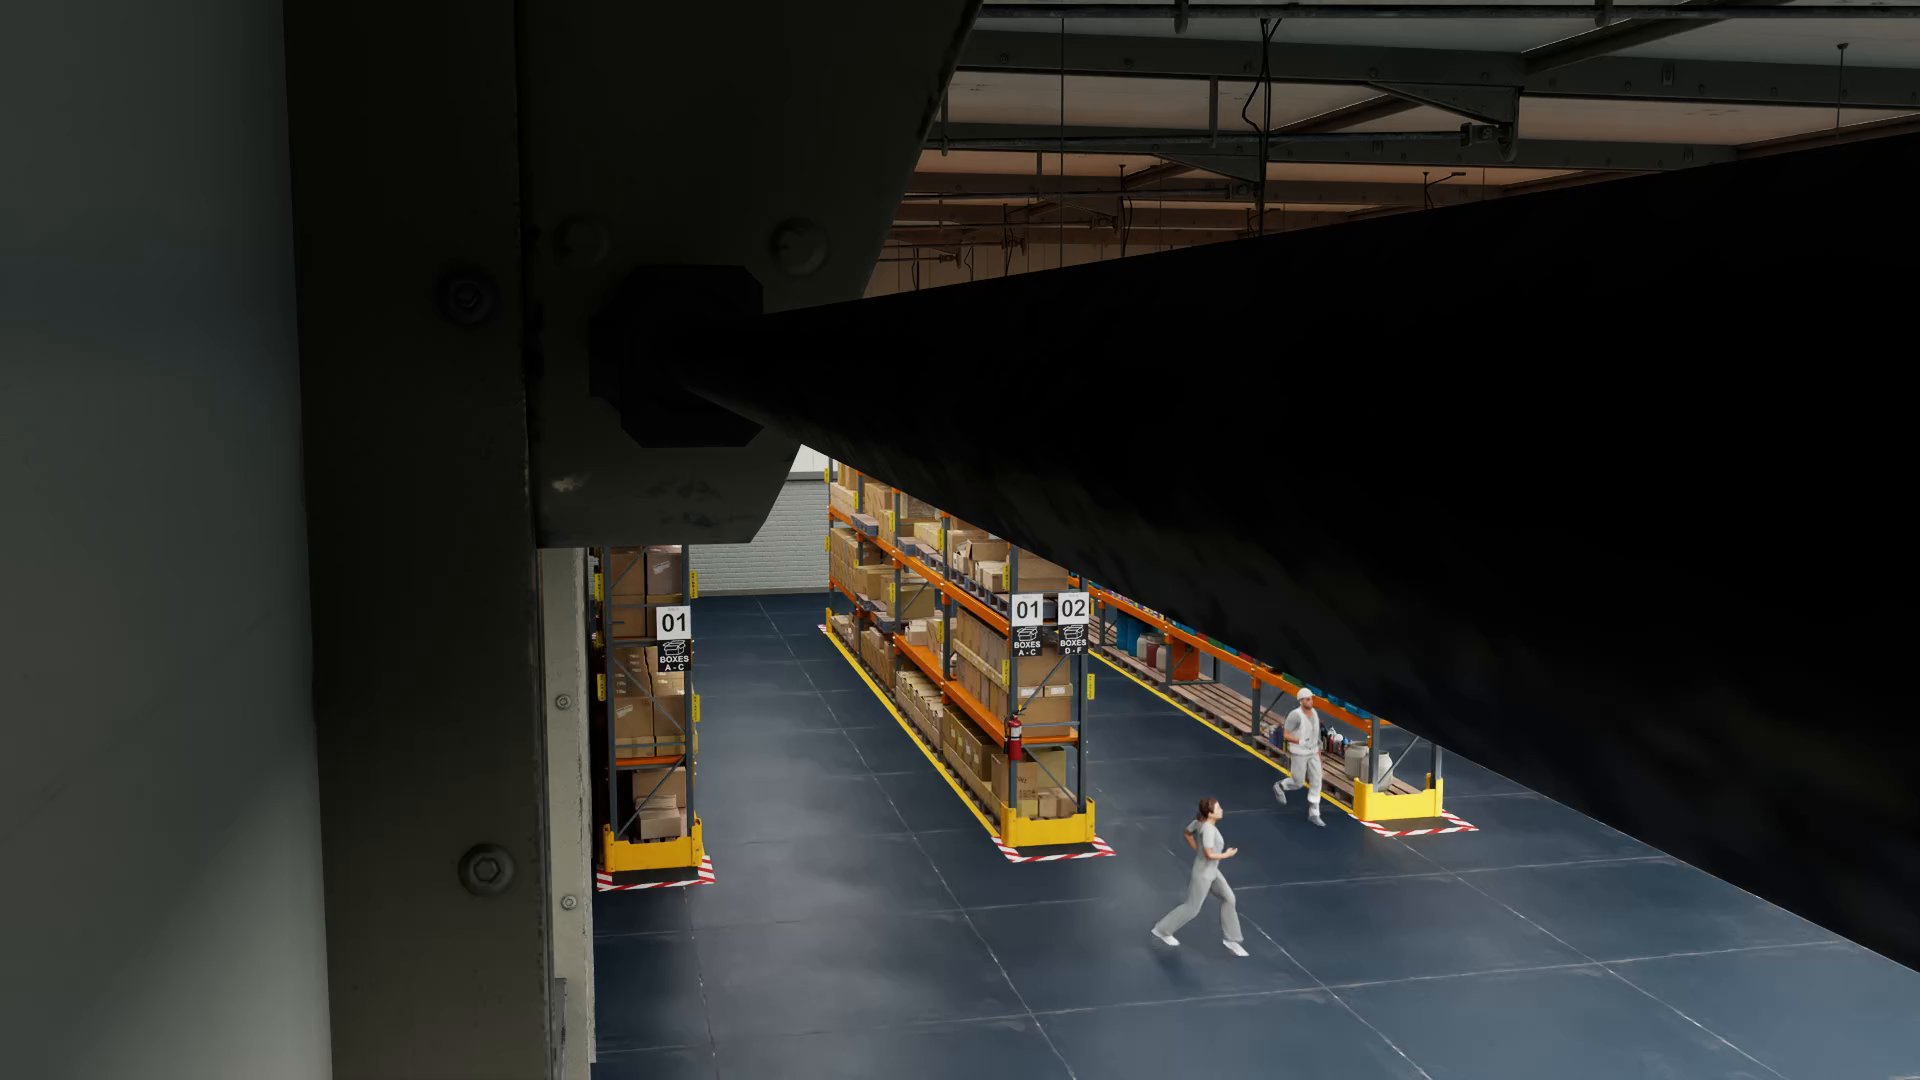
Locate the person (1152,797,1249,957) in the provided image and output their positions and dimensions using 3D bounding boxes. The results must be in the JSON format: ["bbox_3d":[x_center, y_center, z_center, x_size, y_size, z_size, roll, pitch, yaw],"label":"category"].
[{"bbox_3d":[2.482,3.488,17.136,0.996,1.711,0.535,1,7,12],"label":"person"}]

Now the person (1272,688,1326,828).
[{"bbox_3d":[4.544,2.843,22.084,0.657,1.796,0.944,-4,8,-30],"label":"person"}]
